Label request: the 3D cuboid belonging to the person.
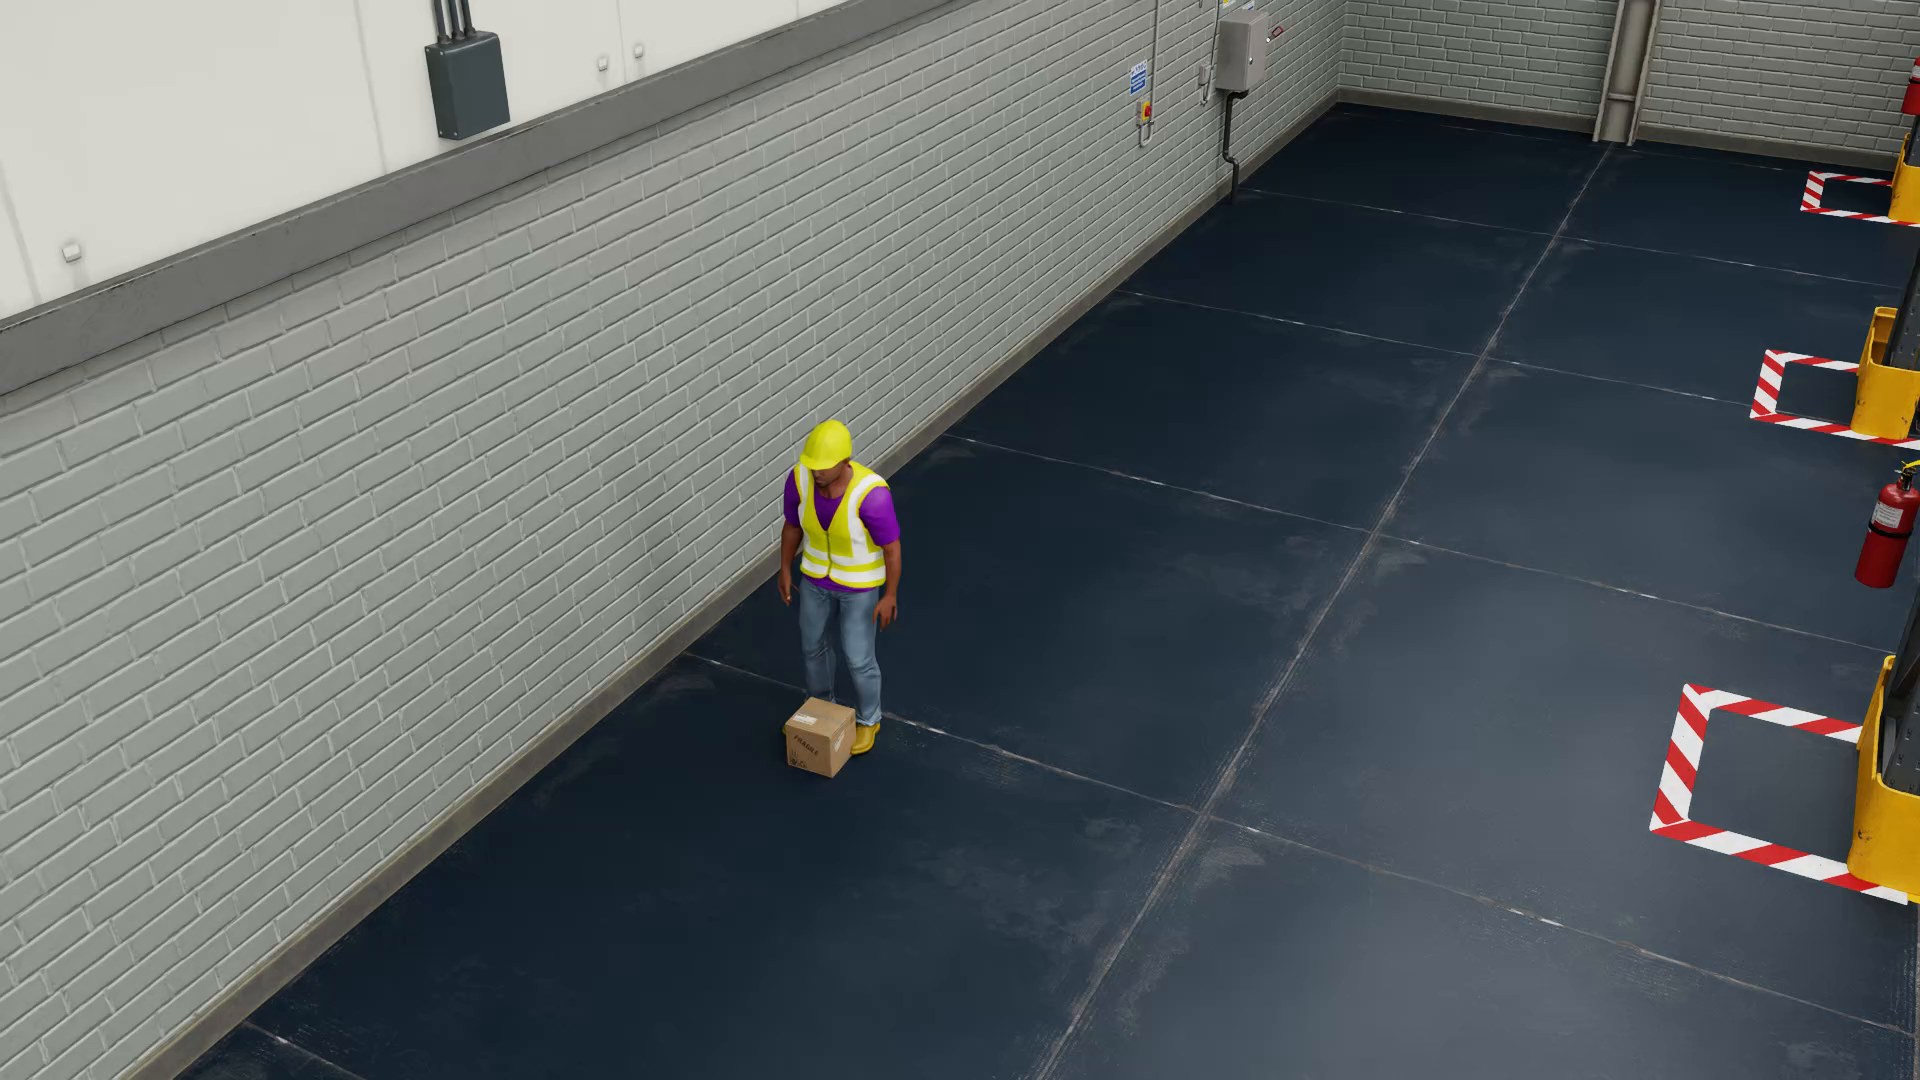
[{"bbox_3d":[-0.584,0.208,7.913,0.635,1.760,0.463,14,33,22],"label":"person"}]
